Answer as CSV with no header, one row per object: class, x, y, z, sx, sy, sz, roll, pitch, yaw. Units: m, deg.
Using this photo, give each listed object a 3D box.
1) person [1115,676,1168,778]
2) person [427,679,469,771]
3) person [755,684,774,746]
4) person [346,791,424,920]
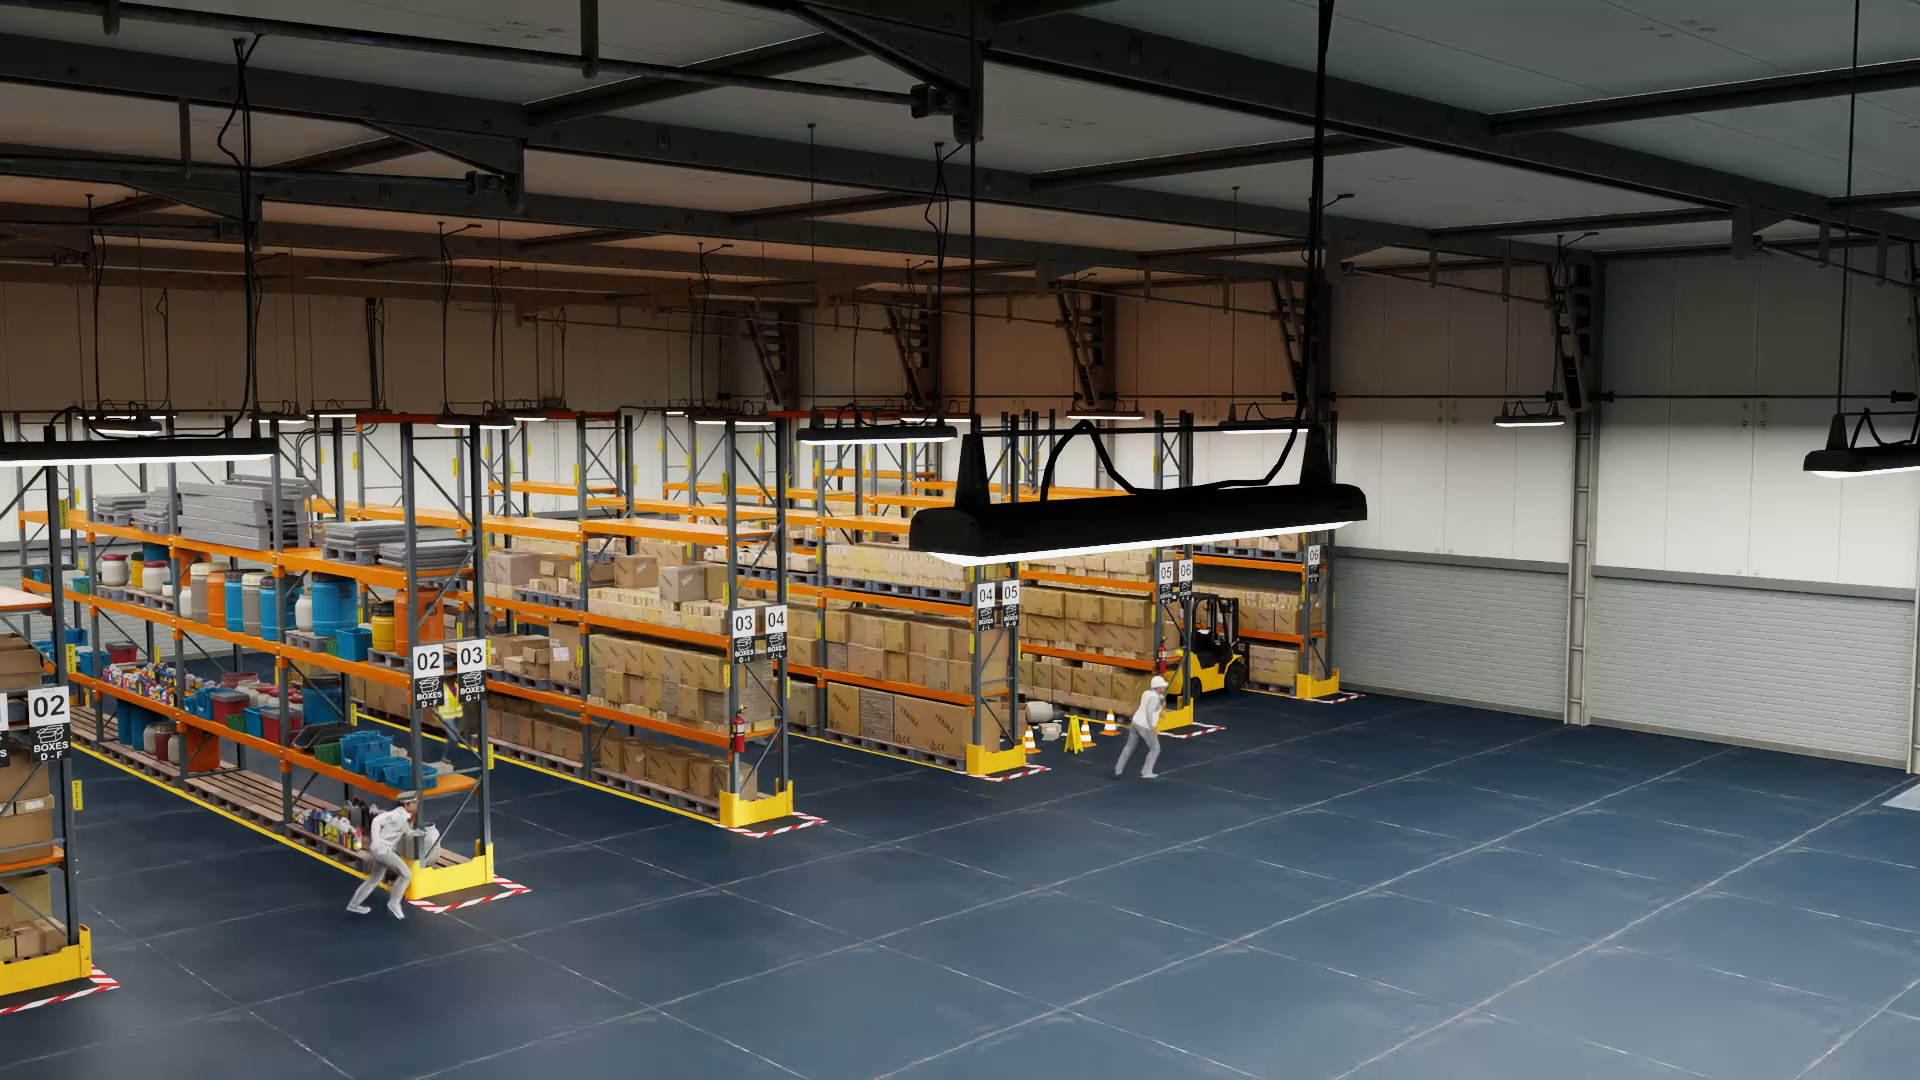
person,3.055,3.103,27.597,0.897,1.703,0.708,-3,6,-27
person,-8.570,3.024,27.987,0.720,1.789,0.697,4,6,37
person,-3.717,2.868,30.146,0.777,1.729,0.659,3,6,34
person,-6.964,3.832,20.088,0.940,1.592,0.662,0,5,-4
